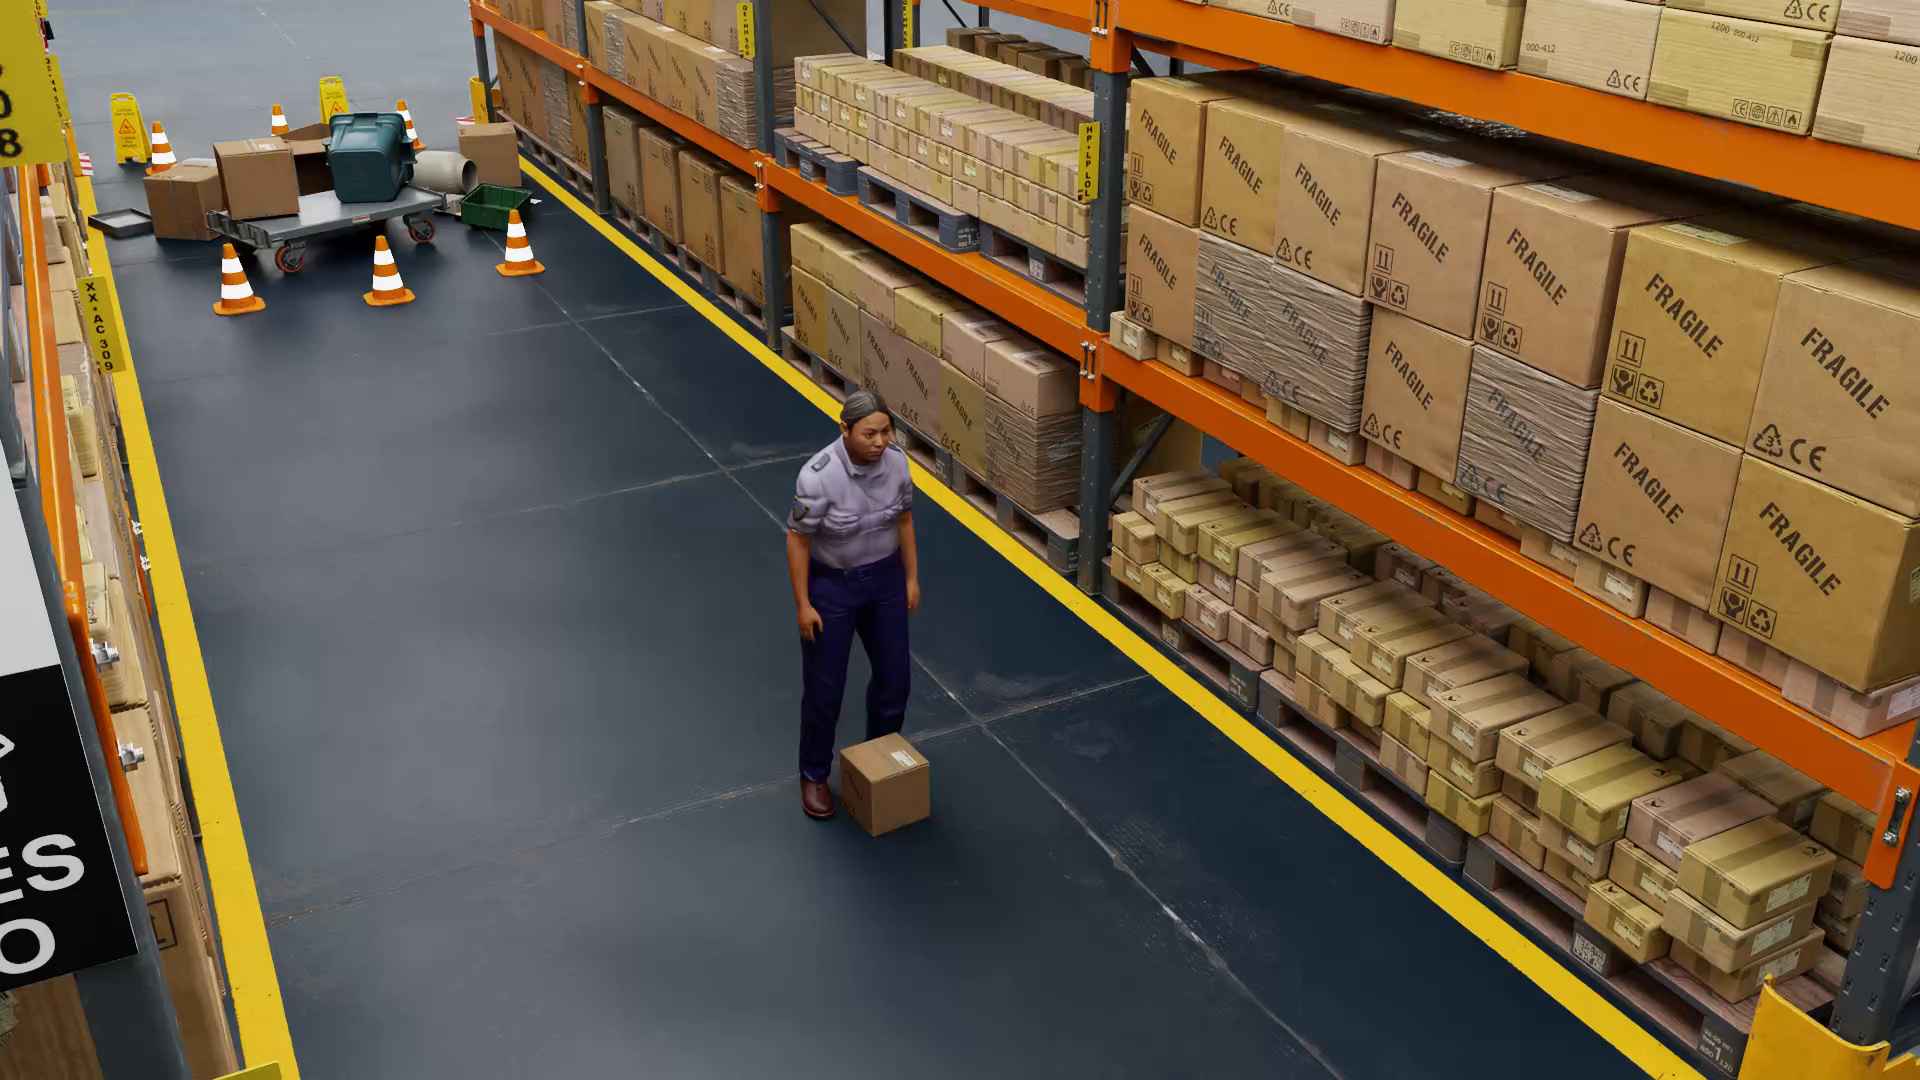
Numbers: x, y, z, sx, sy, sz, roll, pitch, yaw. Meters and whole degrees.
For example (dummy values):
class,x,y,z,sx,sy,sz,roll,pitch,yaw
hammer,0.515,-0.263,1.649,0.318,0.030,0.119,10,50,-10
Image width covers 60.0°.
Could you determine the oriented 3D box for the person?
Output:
class,x,y,z,sx,sy,sz,roll,pitch,yaw
person,-0.385,0.222,6.176,0.562,1.636,0.426,-15,29,-28
